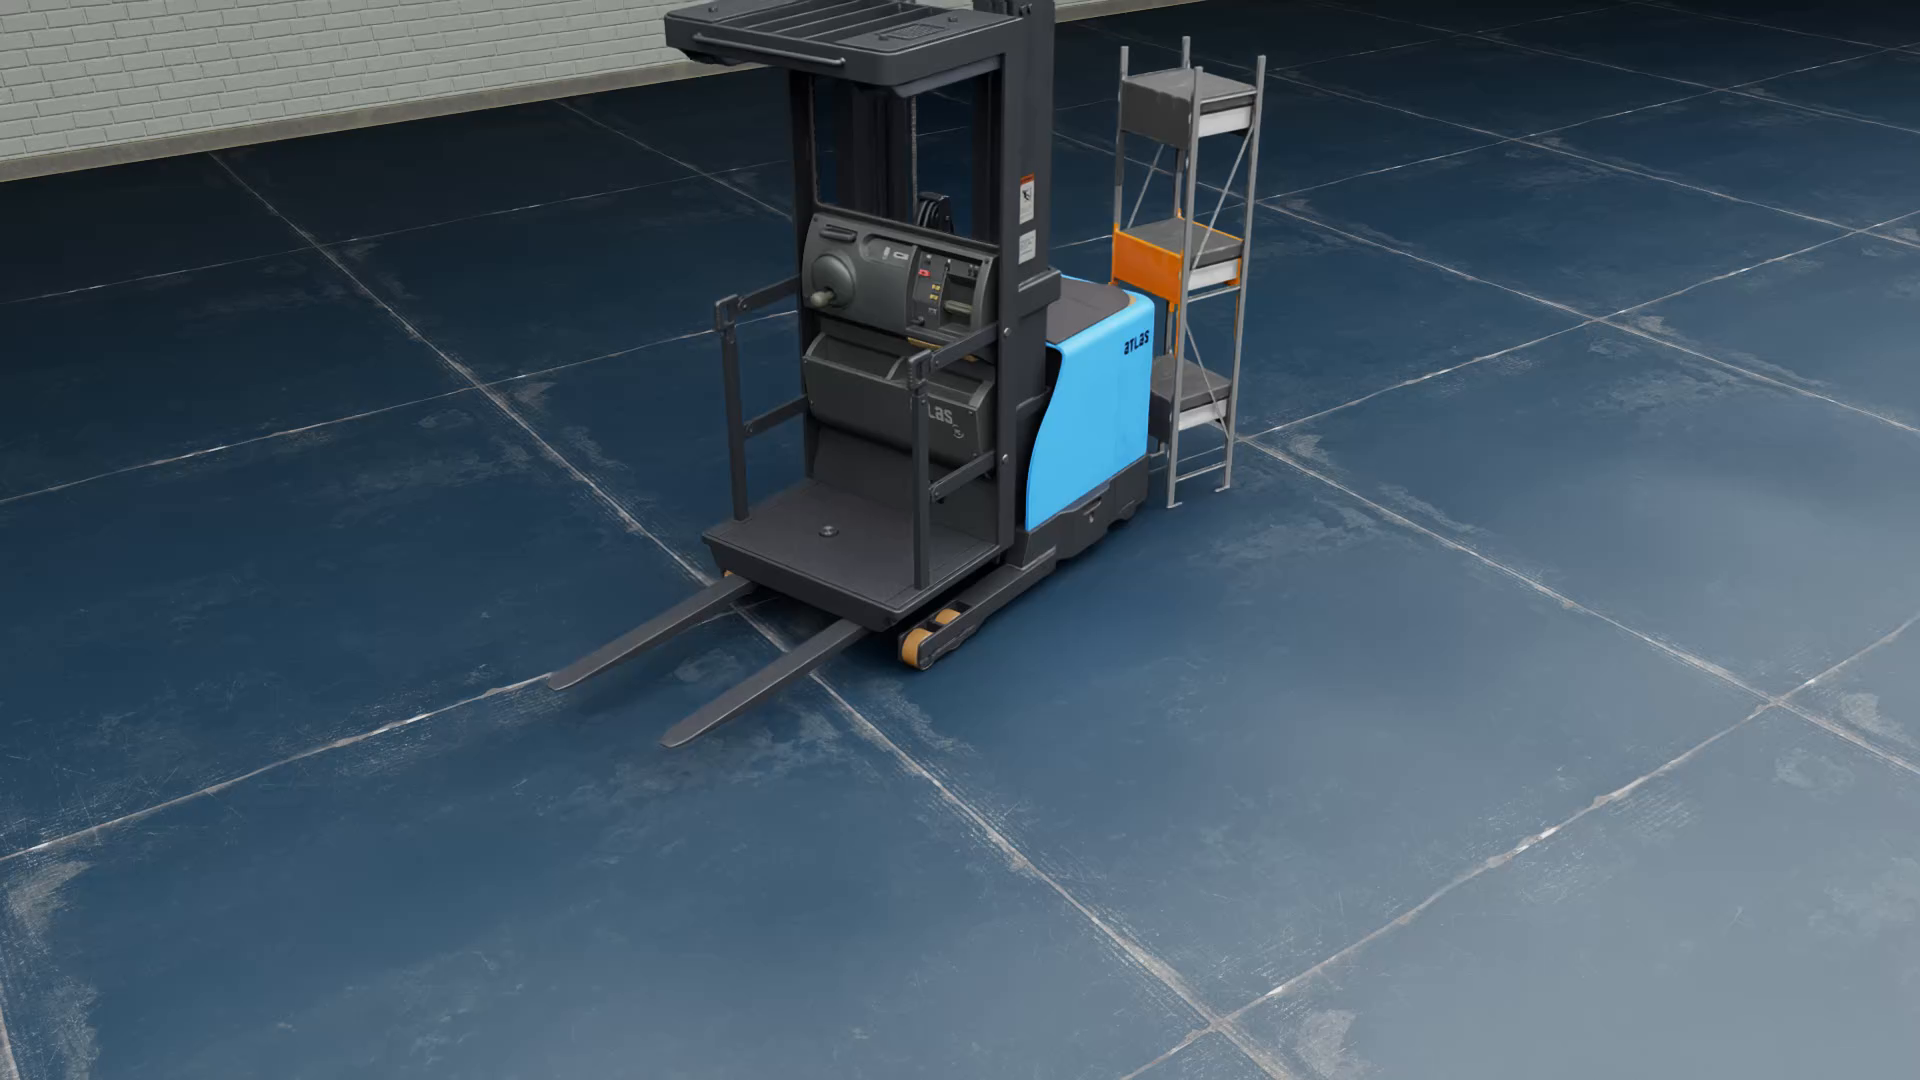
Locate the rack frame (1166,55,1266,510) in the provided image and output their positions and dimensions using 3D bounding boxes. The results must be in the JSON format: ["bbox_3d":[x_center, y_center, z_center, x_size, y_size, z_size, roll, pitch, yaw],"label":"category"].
[{"bbox_3d":[1.162,-1.126,7.621,0.400,2.100,0.015,-18,33,-30],"label":"rack frame"}]

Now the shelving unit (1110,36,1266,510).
[{"bbox_3d":[1.022,-1.221,7.798,0.431,2.100,0.503,-18,33,-30],"label":"shelving unit"}]

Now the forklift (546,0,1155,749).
[{"bbox_3d":[-0.388,-1.025,6.566,1.130,2.935,3.031,20,34,32],"label":"forklift"}]

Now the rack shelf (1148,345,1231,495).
[{"bbox_3d":[1.023,-0.594,8.137,0.431,0.518,0.480,-18,33,-30],"label":"rack shelf"}]

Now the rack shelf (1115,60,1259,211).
[{"bbox_3d":[1.021,-1.825,7.471,0.431,0.518,0.480,-18,33,-30],"label":"rack shelf"}]

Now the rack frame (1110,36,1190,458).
[{"bbox_3d":[0.882,-1.316,7.974,0.400,2.100,0.015,-18,33,-30],"label":"rack frame"}]

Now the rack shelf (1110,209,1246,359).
[{"bbox_3d":[1.022,-1.209,7.804,0.431,0.518,0.480,-18,33,-30],"label":"rack shelf"}]
